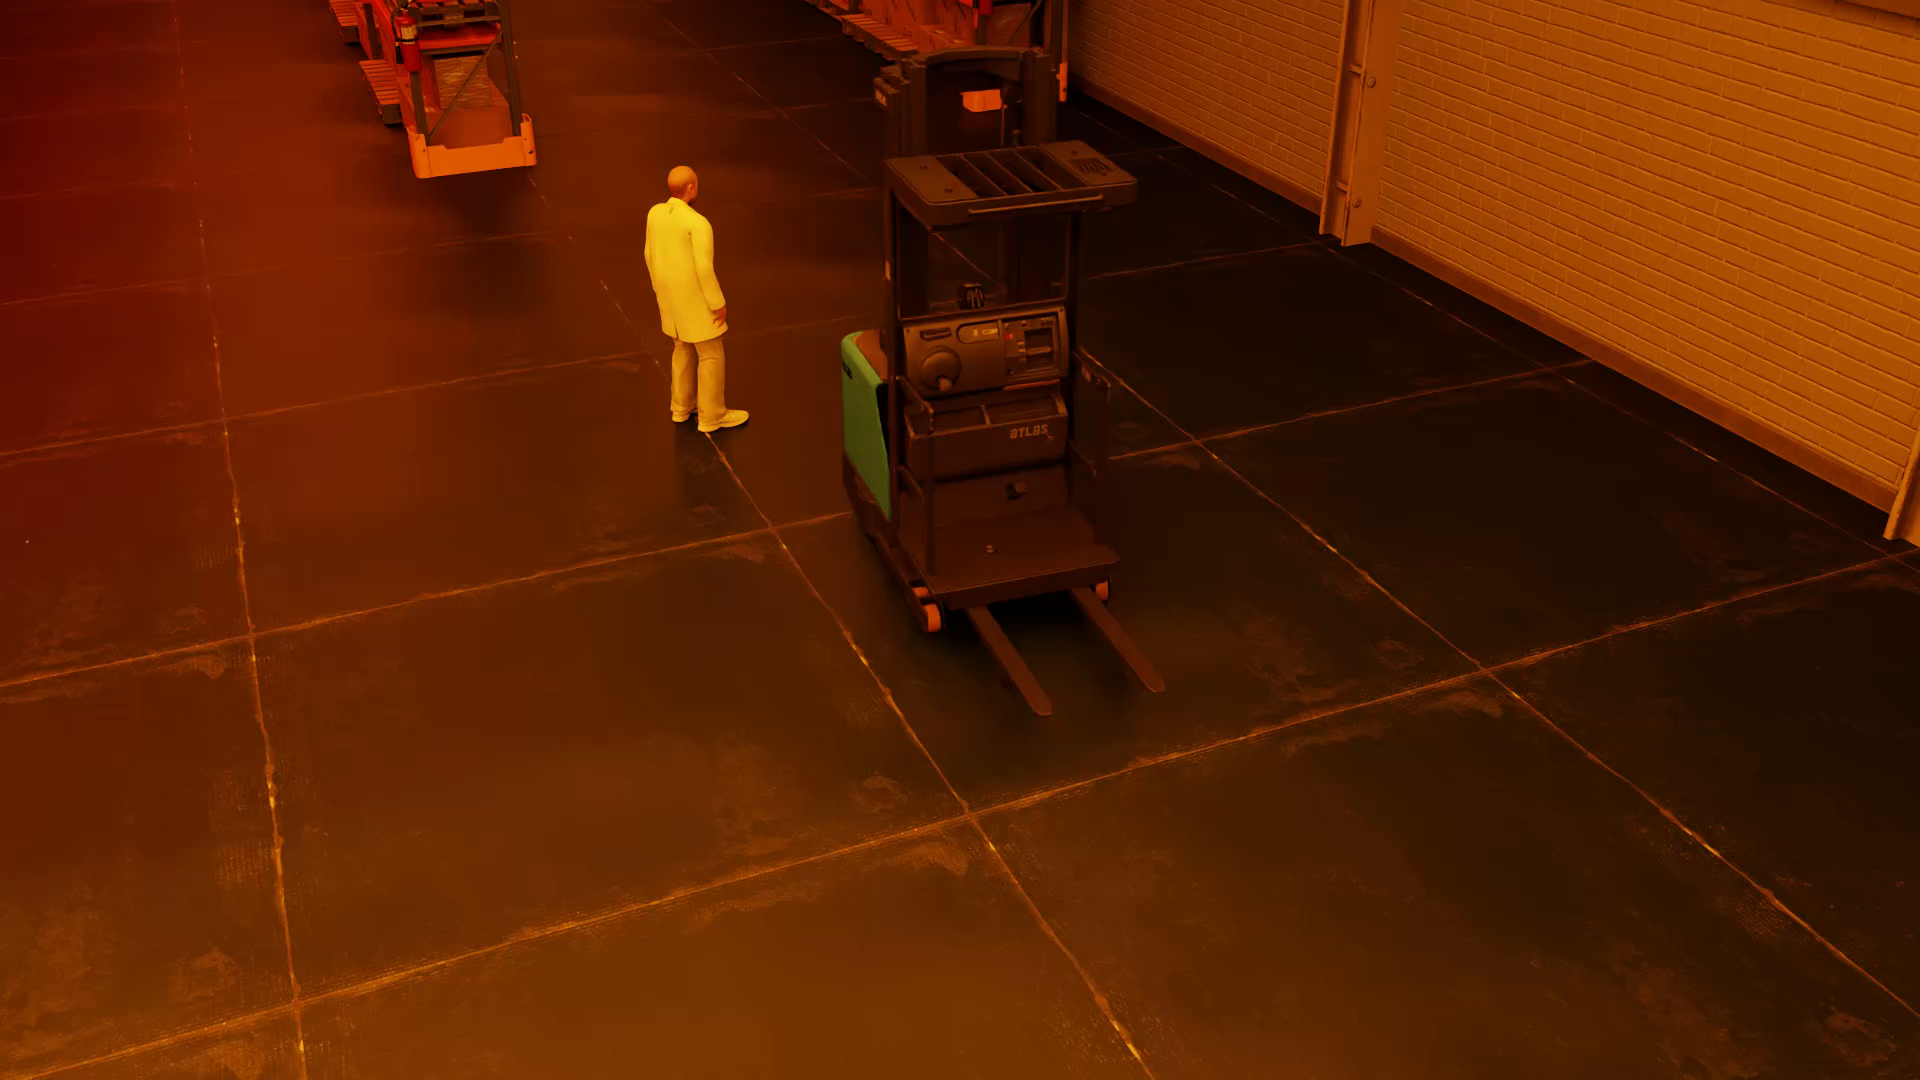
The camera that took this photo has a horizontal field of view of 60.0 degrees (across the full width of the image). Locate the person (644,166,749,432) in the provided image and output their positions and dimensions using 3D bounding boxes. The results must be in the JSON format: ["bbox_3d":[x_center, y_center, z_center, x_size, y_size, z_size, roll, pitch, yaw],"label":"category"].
[{"bbox_3d":[-1.806,-1.610,11.104,0.644,1.772,0.430,22,36,33],"label":"person"}]

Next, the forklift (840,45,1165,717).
[{"bbox_3d":[0.218,-0.984,8.841,1.130,2.935,3.031,-10,31,-16],"label":"forklift"}]
